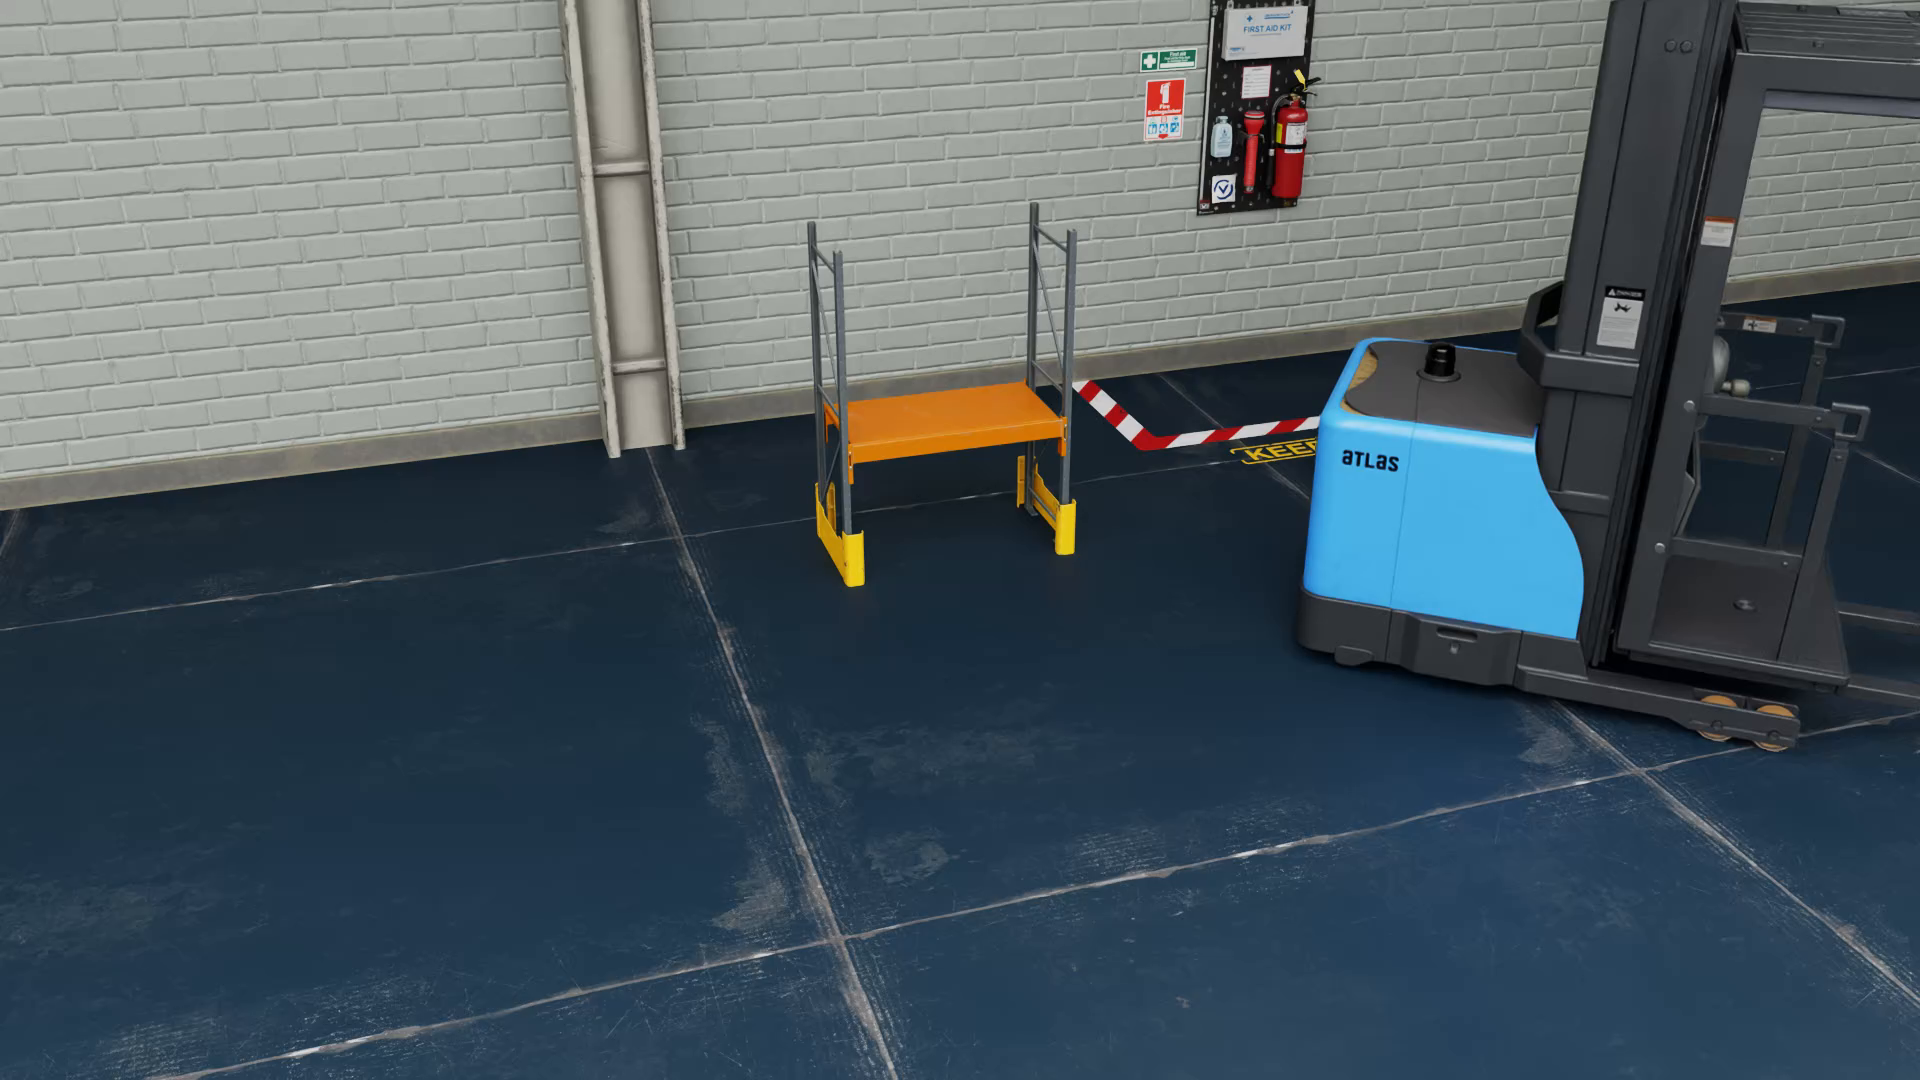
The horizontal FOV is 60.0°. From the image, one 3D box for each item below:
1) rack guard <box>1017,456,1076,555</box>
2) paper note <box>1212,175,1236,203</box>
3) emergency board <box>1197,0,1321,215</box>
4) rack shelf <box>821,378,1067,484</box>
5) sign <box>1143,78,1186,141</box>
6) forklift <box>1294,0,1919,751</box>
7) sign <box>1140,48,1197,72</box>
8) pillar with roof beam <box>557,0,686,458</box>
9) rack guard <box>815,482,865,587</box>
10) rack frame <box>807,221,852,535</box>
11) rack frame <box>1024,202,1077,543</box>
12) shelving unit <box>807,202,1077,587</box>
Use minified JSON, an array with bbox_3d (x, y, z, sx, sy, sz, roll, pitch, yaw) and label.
[{"bbox_3d":[0.401,-0.170,7.811,0.087,0.250,0.587,-8,28,-16],"label":"rack guard"},{"bbox_3d":[1.483,-1.972,9.340,0.142,0.148,0.016,-8,28,-16],"label":"paper note"},{"bbox_3d":[1.672,-2.362,9.134,0.643,1.169,0.194,-8,28,-16],"label":"emergency board"},{"bbox_3d":[-0.081,-0.499,7.473,1.000,0.185,0.538,-8,28,-16],"label":"rack shelf"},{"bbox_3d":[1.115,-2.345,9.061,0.234,0.329,0.001,-8,28,-16],"label":"sign"},{"bbox_3d":[2.935,-0.797,6.060,3.031,2.935,1.130,10,28,19],"label":"forklift"},{"bbox_3d":[1.122,-2.580,8.937,0.331,0.109,0.001,-8,28,-16],"label":"sign"},{"bbox_3d":[-0.338,-2.727,3.123,0.400,9.000,9.100,-8,28,-16],"label":"pillar with roof beam"},{"bbox_3d":[-0.546,-0.033,7.535,0.087,0.250,0.587,-8,28,-16],"label":"rack guard"},{"bbox_3d":[-0.564,-0.590,7.252,0.032,1.500,0.500,-8,28,-16],"label":"rack frame"},{"bbox_3d":[0.402,-0.730,7.534,0.032,1.500,0.500,-8,28,-16],"label":"rack frame"},{"bbox_3d":[-0.072,-0.661,7.395,1.083,1.500,0.587,-8,28,-16],"label":"shelving unit"}]
